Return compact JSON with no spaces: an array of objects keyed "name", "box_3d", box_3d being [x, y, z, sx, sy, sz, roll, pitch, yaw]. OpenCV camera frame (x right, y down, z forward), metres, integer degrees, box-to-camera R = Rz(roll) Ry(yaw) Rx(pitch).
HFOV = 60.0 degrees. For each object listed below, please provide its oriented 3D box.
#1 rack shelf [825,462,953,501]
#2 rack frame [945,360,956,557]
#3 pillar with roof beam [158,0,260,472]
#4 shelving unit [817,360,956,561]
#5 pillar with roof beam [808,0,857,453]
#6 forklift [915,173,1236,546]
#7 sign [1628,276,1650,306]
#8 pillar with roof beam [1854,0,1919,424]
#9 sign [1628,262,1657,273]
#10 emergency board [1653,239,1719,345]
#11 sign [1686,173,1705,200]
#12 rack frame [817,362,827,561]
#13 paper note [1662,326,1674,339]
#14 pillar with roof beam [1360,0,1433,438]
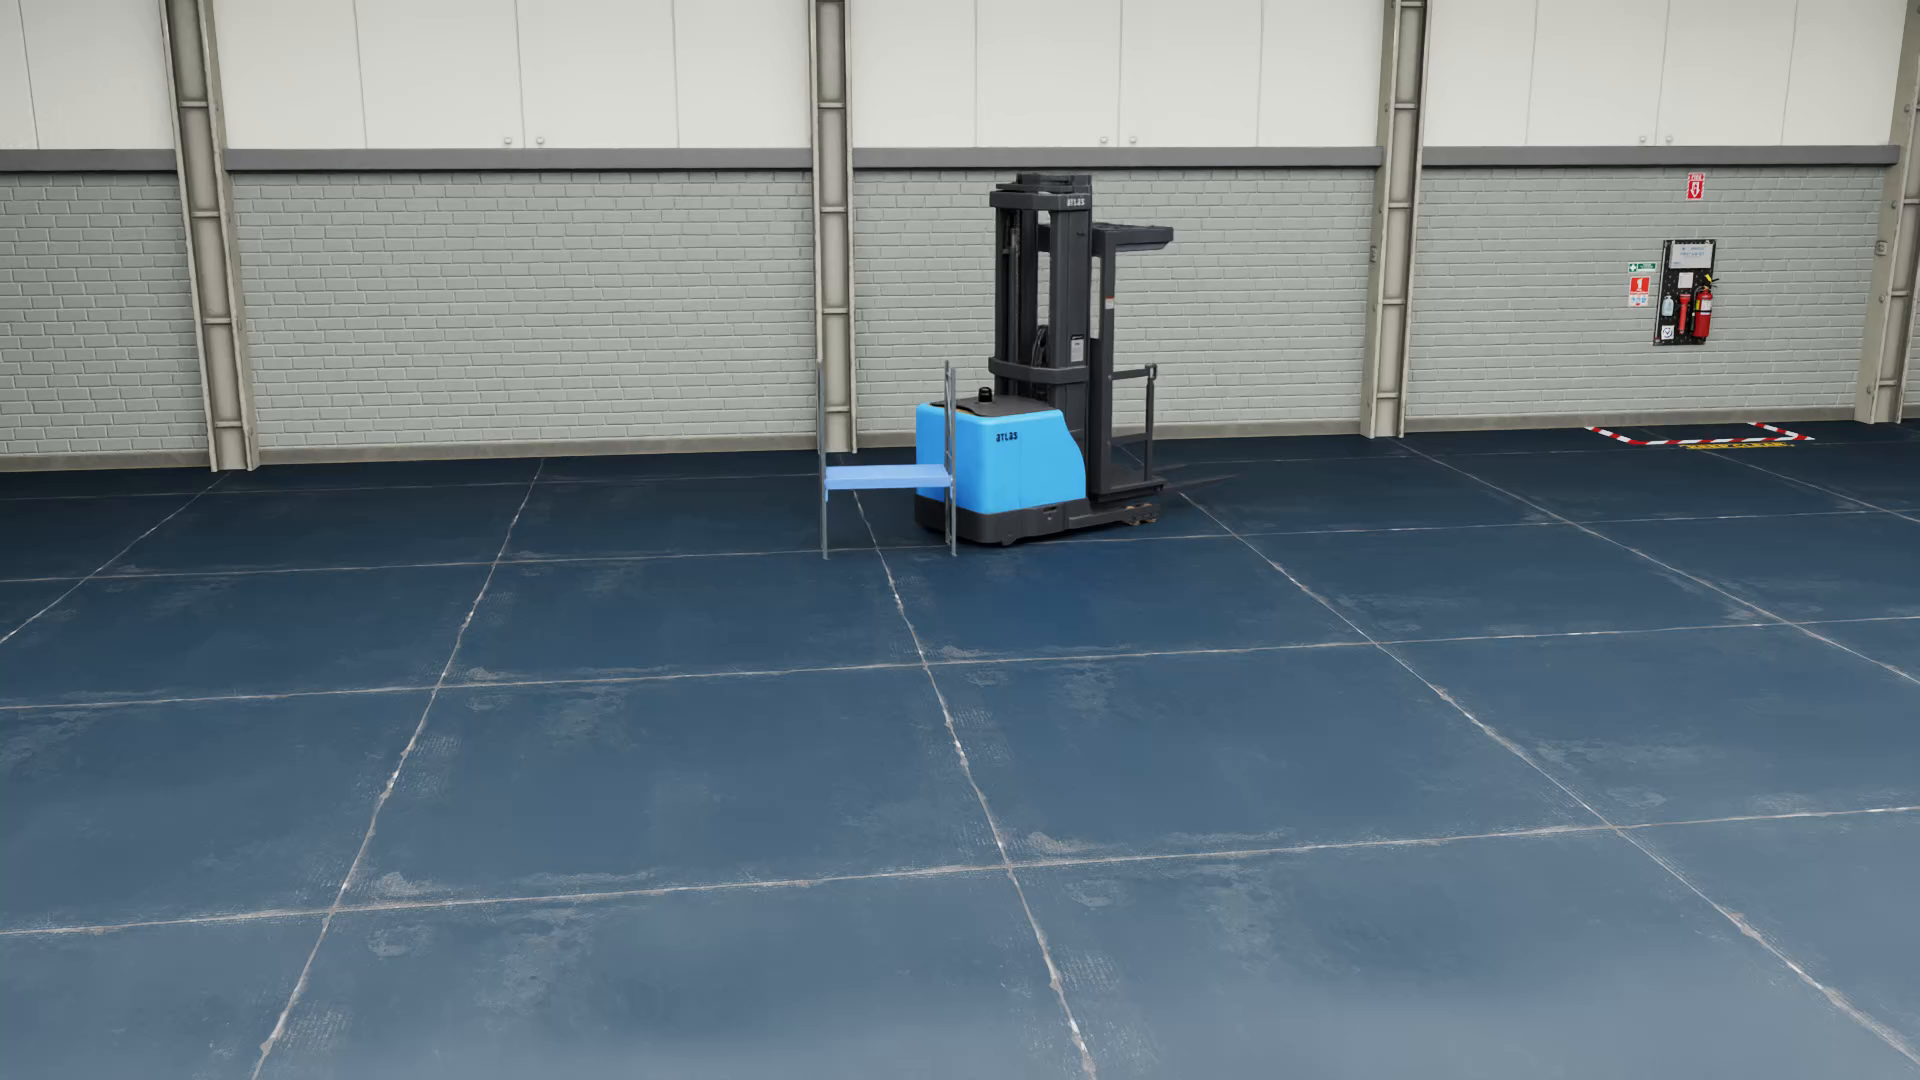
[{"name":"rack shelf","box_3d":[-0.583,-0.466,13.236,1.000,0.185,0.538,-2,14,-6]},{"name":"rack frame","box_3d":[-0.078,-0.655,13.250,0.032,1.500,0.500,-2,14,-6]},{"name":"pillar with roof beam","box_3d":[-6.582,-4.049,11.368,0.400,9.000,9.100,-2,14,-8]},{"name":"shelving unit","box_3d":[-0.583,-0.640,13.192,1.048,1.500,0.538,-2,14,-6]},{"name":"pillar with roof beam","box_3d":[-0.649,-4.266,12.235,0.400,9.000,9.100,-2,14,-8]},{"name":"forklift","box_3d":[1.105,-1.637,14.222,3.031,2.935,1.130,-10,17,-35]},{"name":"sign","box_3d":[7.565,-2.769,18.522,0.234,0.329,0.001,-2,14,-8]},{"name":"pillar with roof beam","box_3d":[11.218,-4.701,13.969,0.400,9.000,9.100,-2,14,-8]},{"name":"sign","box_3d":[7.571,-3.024,18.449,0.331,0.109,0.001,-2,14,-8]},{"name":"emergency board","box_3d":[8.127,-2.747,18.507,0.643,1.169,0.194,-2,14,-8]},{"name":"sign","box_3d":[8.104,-3.895,18.319,0.199,0.298,0.001,-2,14,-8]},{"name":"rack frame","box_3d":[-1.088,-0.626,13.135,0.032,1.500,0.500,-2,14,-6]},{"name":"paper note","box_3d":[7.942,-2.329,18.655,0.142,0.148,0.016,-2,14,-8]},{"name":"pillar with roof beam","box_3d":[5.284,-4.484,13.102,0.400,9.000,9.100,-2,14,-8]}]
